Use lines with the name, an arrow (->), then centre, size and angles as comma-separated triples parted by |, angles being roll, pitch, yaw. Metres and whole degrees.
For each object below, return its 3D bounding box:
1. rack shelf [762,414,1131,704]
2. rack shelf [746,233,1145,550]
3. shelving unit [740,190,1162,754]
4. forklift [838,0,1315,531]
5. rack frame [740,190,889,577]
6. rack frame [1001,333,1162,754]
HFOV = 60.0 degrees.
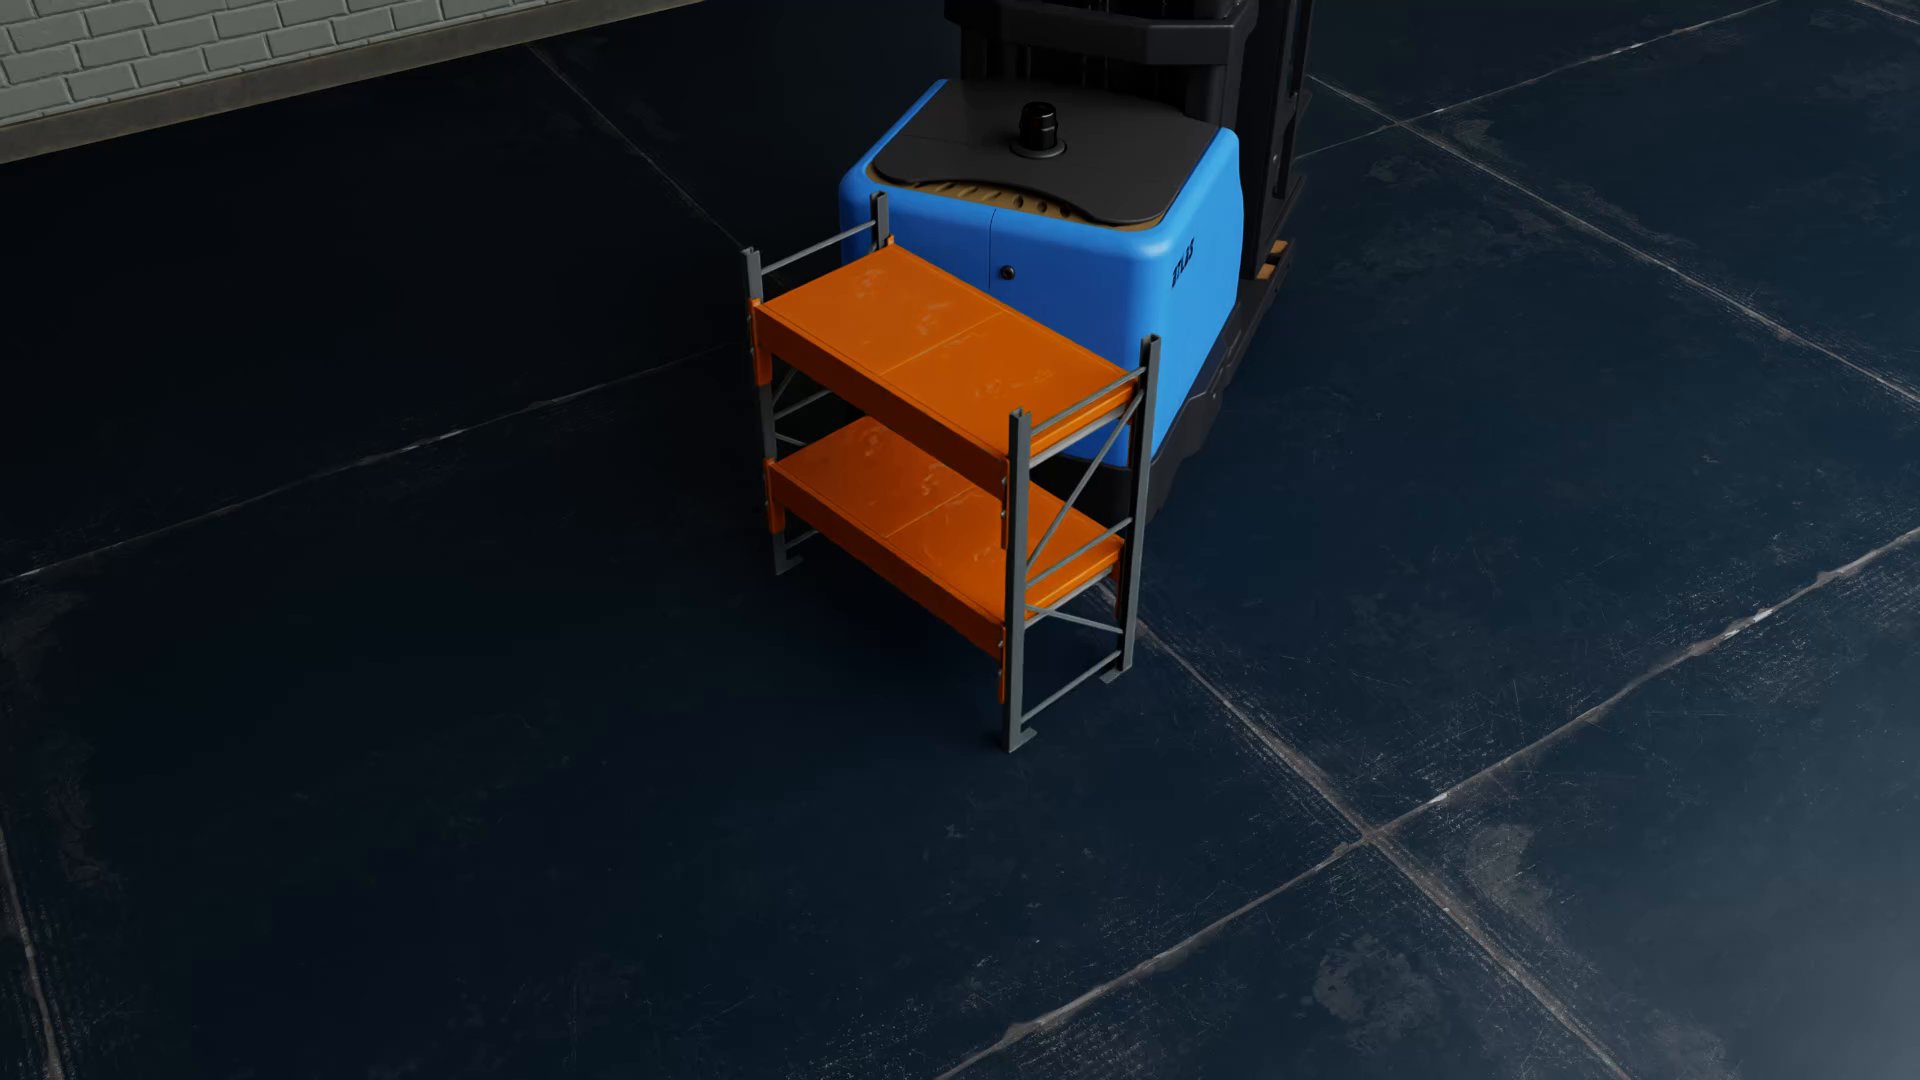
rack shelf -> -0.044, -0.012, 4.768 | 0.538, 0.278, 1.000 | -31, 49, -32
rack shelf -> -0.044, -0.425, 4.424 | 0.538, 0.278, 1.000 | -31, 49, -32
shelving unit -> -0.044, -0.200, 4.611 | 0.538, 1.125, 1.048 | -31, 49, -32
forklift -> 0.650, -2.101, 5.481 | 1.130, 2.935, 3.031 | 15, 42, 17
rack frame -> -0.393, -0.436, 4.895 | 0.500, 1.125, 0.032 | -31, 49, -32
rack frame -> 0.305, 0.037, 4.327 | 0.500, 1.125, 0.032 | -31, 49, -32
